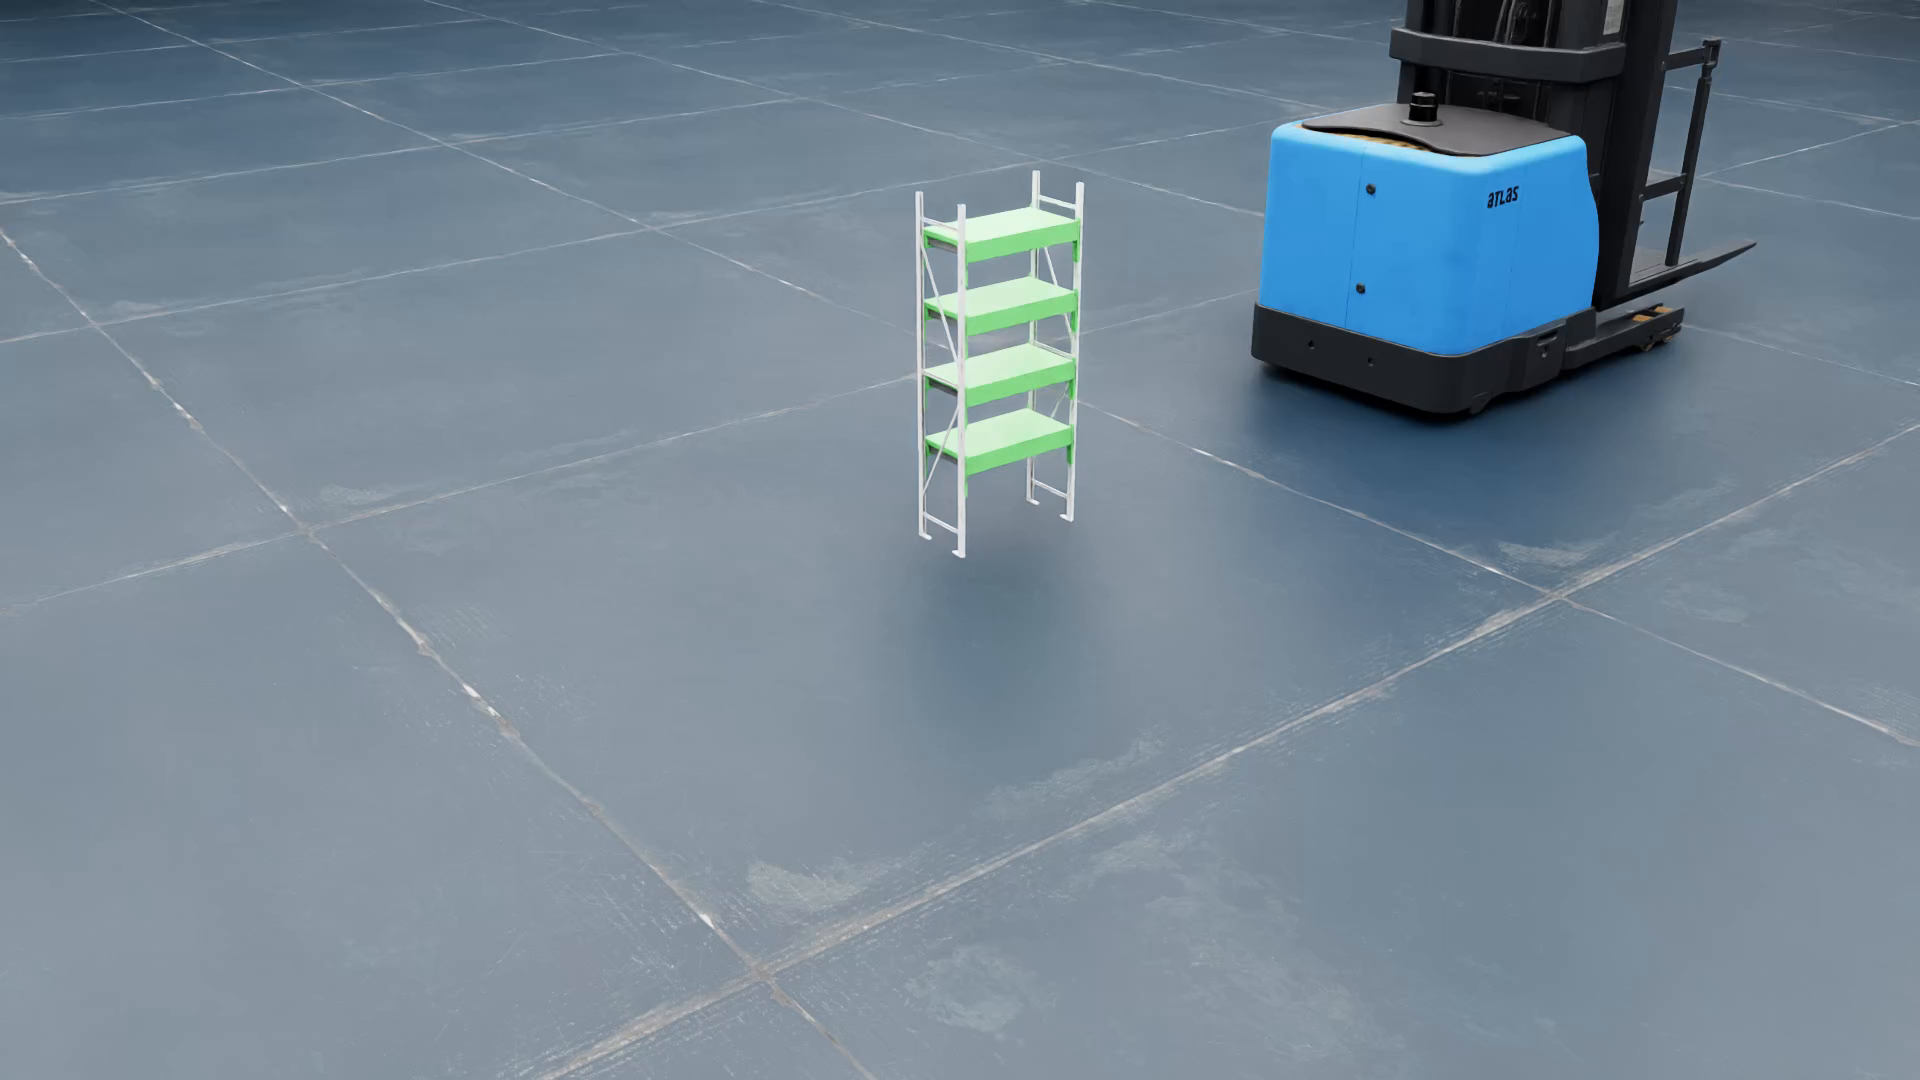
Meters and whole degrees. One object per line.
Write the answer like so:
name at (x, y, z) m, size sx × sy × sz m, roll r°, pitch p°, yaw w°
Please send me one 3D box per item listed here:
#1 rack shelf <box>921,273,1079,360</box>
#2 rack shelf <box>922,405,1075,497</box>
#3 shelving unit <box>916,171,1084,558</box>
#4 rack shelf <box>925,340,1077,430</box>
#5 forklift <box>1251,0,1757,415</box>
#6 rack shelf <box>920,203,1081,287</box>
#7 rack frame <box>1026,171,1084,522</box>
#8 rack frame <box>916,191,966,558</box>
rack shelf at (0.130, -0.747, 5.516) m, size 0.480 × 0.148 × 0.258 m, roll -18°, pitch 31°, yaw -34°
rack shelf at (0.130, -0.312, 5.718) m, size 0.480 × 0.148 × 0.258 m, roll -18°, pitch 31°, yaw -34°
shelving unit at (0.130, -0.587, 5.590) m, size 0.503 × 1.200 × 0.258 m, roll -18°, pitch 31°, yaw -34°
rack shelf at (0.130, -0.529, 5.617) m, size 0.480 × 0.148 × 0.258 m, roll -18°, pitch 31°, yaw -34°
forklift at (2.724, -2.340, 7.310) m, size 3.031 × 2.935 × 1.130 m, roll -20°, pitch 32°, yaw -37°
rack shelf at (0.130, -0.965, 5.415) m, size 0.480 × 0.148 × 0.258 m, roll -18°, pitch 31°, yaw -34°
rack frame at (0.322, -0.651, 5.727) m, size 0.015 × 1.200 × 0.240 m, roll -18°, pitch 31°, yaw -34°
rack frame at (-0.062, -0.524, 5.453) m, size 0.015 × 1.200 × 0.240 m, roll -18°, pitch 31°, yaw -34°
